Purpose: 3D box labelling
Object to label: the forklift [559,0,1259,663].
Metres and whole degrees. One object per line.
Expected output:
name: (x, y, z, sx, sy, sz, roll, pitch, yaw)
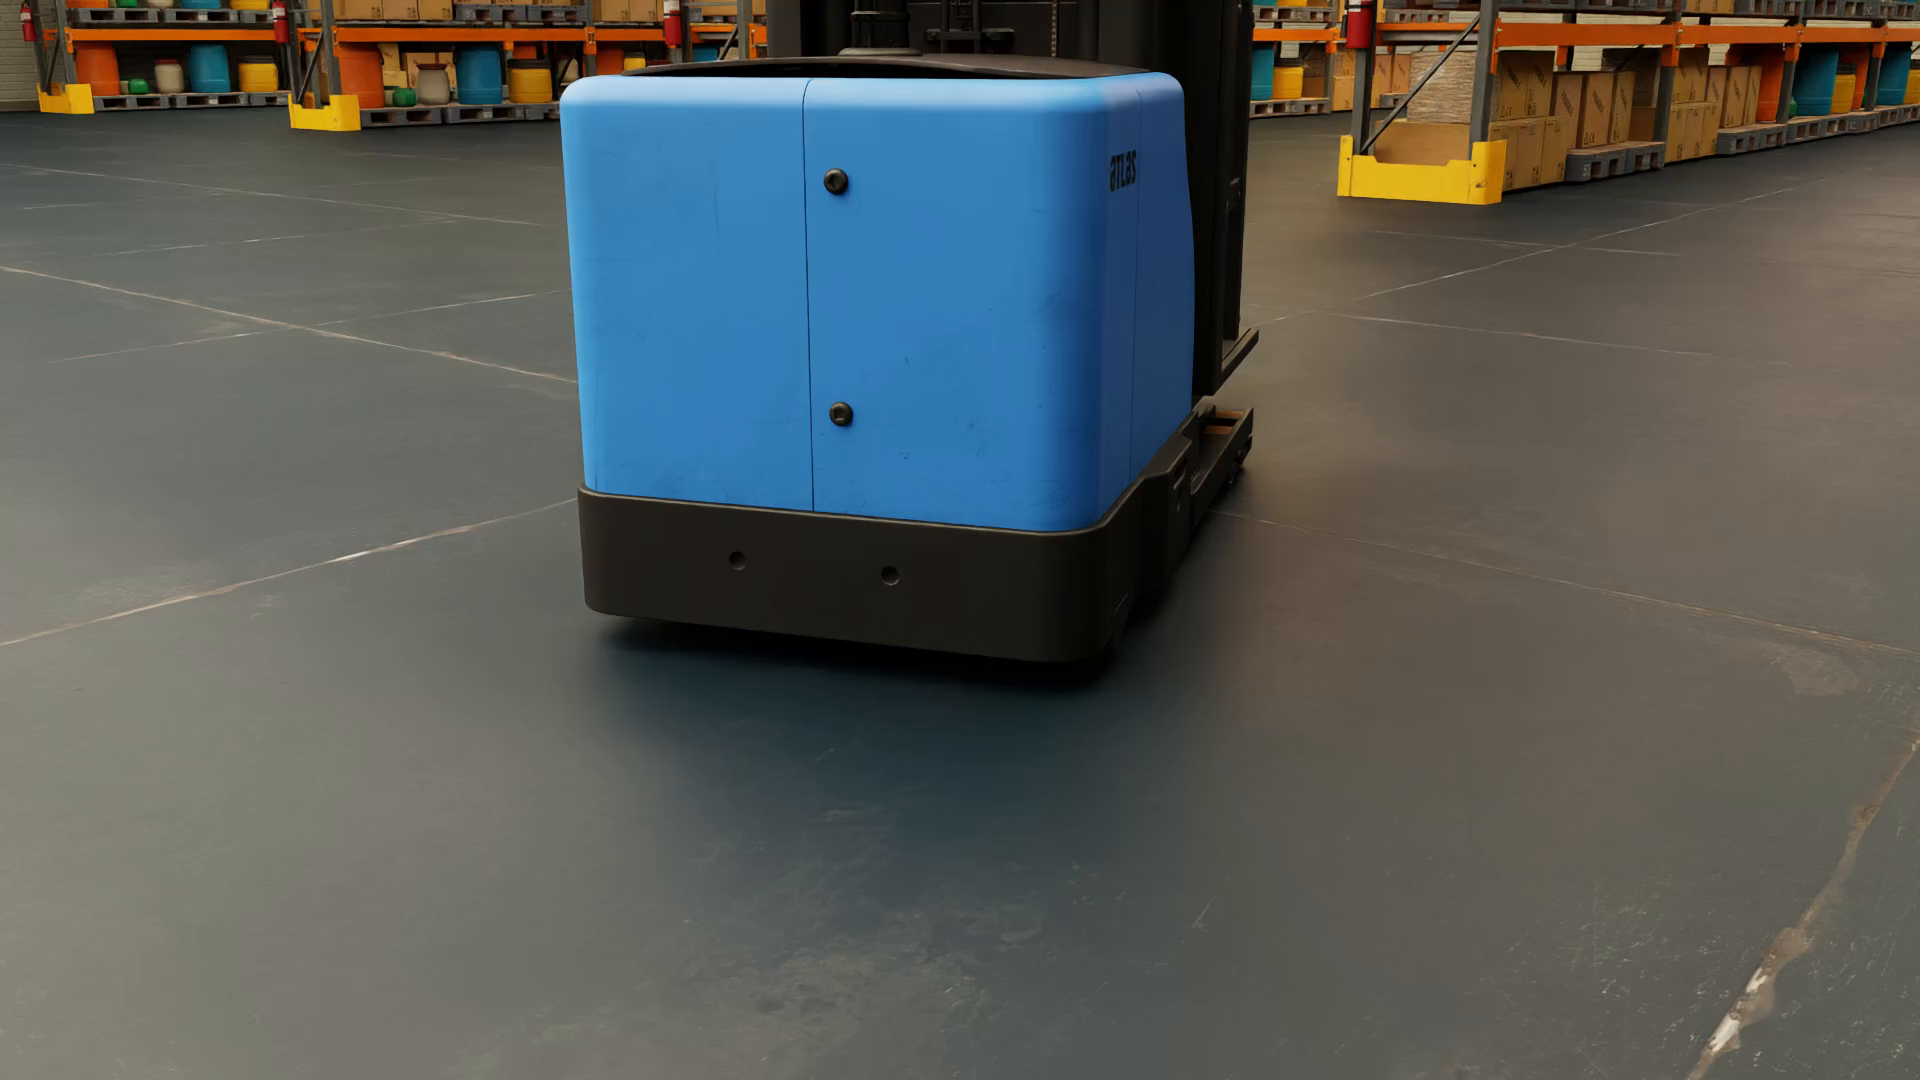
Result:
forklift: (0.182, -1.571, 4.072, 1.130, 2.935, 3.031, 5, 18, 17)
